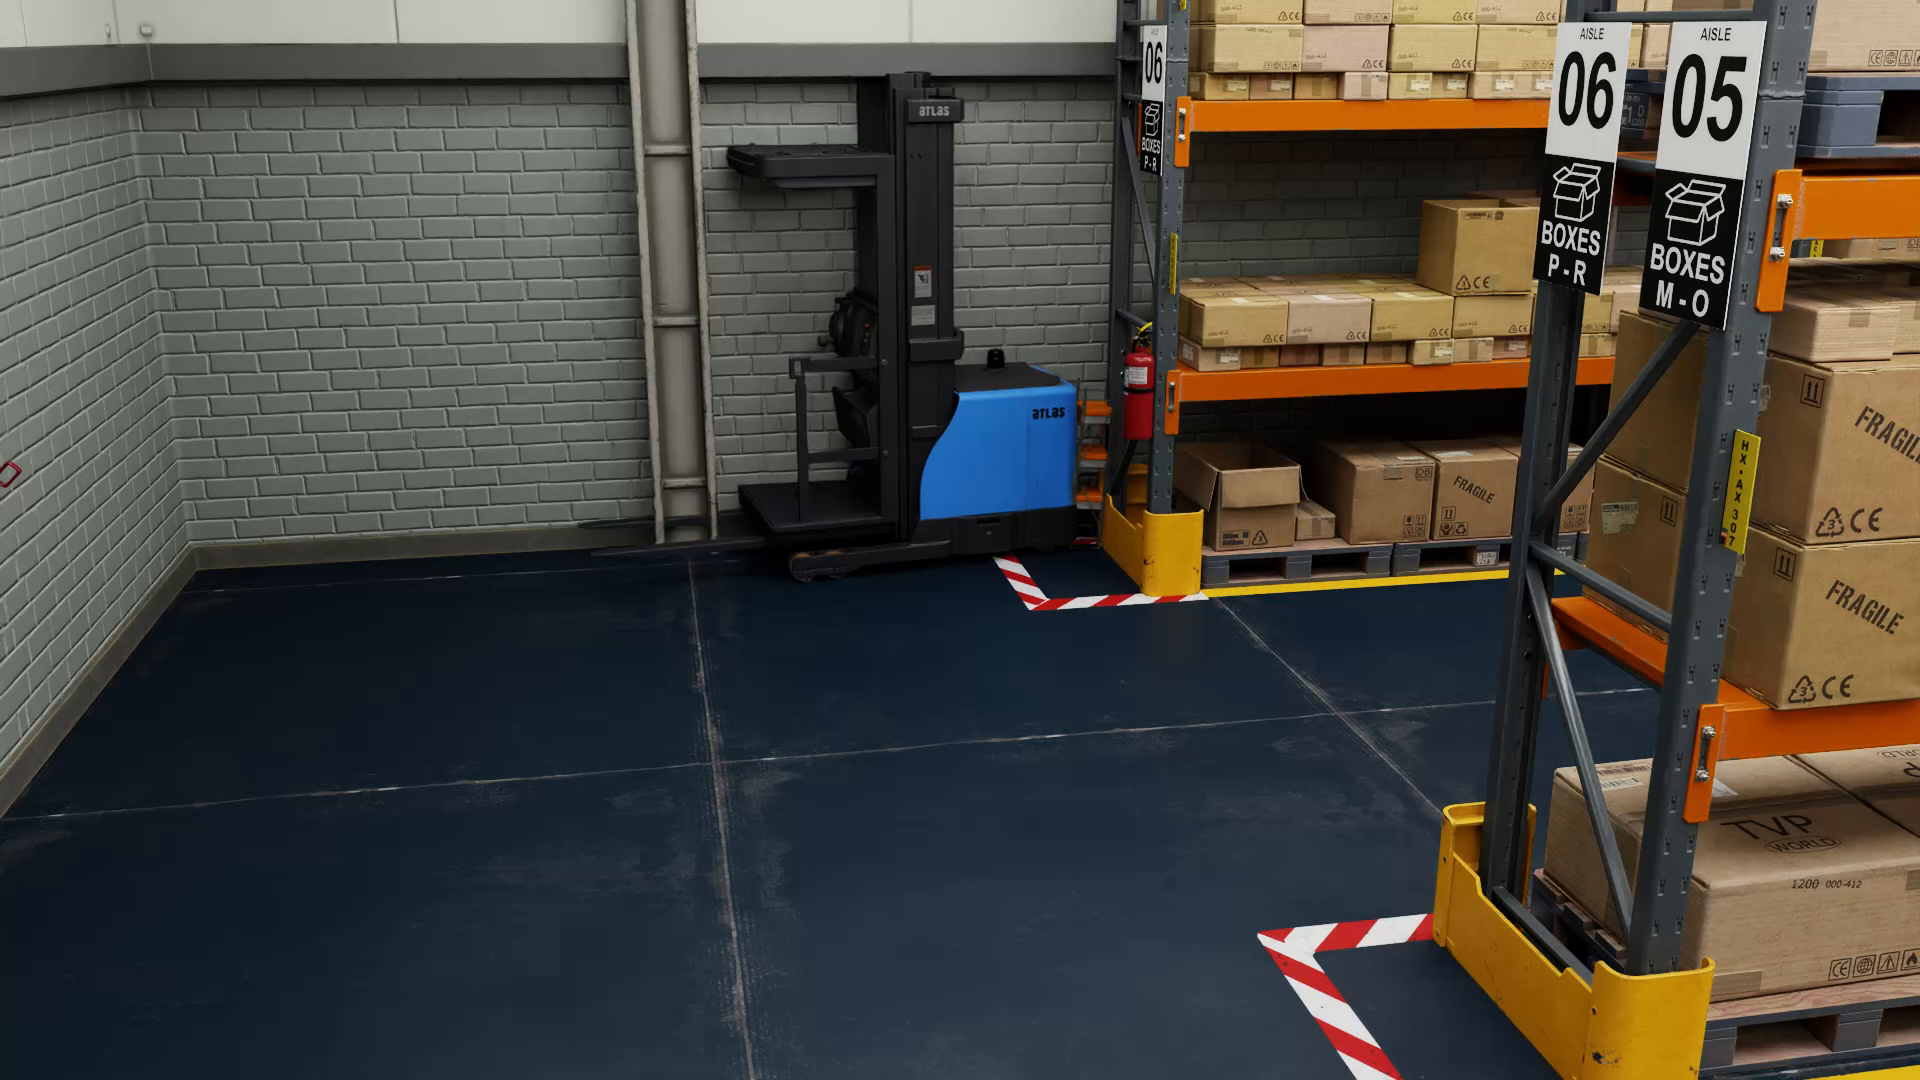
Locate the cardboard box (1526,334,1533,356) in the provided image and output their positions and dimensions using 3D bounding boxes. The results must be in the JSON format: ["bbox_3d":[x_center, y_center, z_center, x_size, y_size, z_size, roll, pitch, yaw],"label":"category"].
[{"bbox_3d":[3.452,-1.228,10.130,0.250,0.149,0.380,-3,17,-10],"label":"cardboard box"}]

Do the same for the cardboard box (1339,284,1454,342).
[{"bbox_3d":[2.563,-1.345,9.831,0.500,0.250,0.500,-4,17,-11],"label":"cardboard box"}]

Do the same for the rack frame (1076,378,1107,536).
[{"bbox_3d":[0.801,-0.521,10.642,0.200,1.050,0.008,1,20,-8],"label":"rack frame"}]

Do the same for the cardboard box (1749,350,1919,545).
[{"bbox_3d":[2.545,-0.309,4.837,0.500,0.500,0.500,-4,17,-12],"label":"cardboard box"}]

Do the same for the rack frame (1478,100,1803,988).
[{"bbox_3d":[2.020,0.161,5.179,0.127,3.000,1.000,-3,17,-10],"label":"rack frame"}]

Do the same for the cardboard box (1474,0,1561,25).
[{"bbox_3d":[3.050,-3.052,9.427,0.500,0.250,0.500,-3,17,-9],"label":"cardboard box"}]

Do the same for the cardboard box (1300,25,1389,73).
[{"bbox_3d":[2.057,-2.754,9.310,0.500,0.250,0.500,-3,17,-9],"label":"cardboard box"}]

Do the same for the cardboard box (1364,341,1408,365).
[{"bbox_3d":[2.461,-1.154,9.888,0.250,0.149,0.380,-3,17,-10],"label":"cardboard box"}]

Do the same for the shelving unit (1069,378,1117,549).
[{"bbox_3d":[0.816,-0.480,10.528,0.215,1.050,0.252,1,20,-8],"label":"shelving unit"}]

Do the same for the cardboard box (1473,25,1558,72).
[{"bbox_3d":[3.065,-2.815,9.507,0.500,0.250,0.500,-4,17,-11],"label":"cardboard box"}]

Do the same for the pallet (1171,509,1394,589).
[{"bbox_3d":[1.932,0.014,10.406,1.213,0.211,1.003,-3,17,-10],"label":"pallet"}]

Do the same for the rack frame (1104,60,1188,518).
[{"bbox_3d":[1.074,-1.270,9.837,0.127,3.000,1.000,-3,17,-10],"label":"rack frame"}]

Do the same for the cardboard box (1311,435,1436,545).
[{"bbox_3d":[2.540,-0.319,10.283,0.500,0.500,0.700,-3,17,-8],"label":"cardboard box"}]

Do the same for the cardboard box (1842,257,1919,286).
[{"bbox_3d":[3.071,-0.814,5.377,0.250,0.149,0.380,-3,17,-9],"label":"cardboard box"}]

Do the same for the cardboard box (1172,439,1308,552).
[{"bbox_3d":[1.693,-0.284,10.164,0.637,0.503,0.797,-4,18,-13],"label":"cardboard box"}]

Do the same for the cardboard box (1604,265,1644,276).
[{"bbox_3d":[4.464,-1.613,10.704,0.500,0.250,0.500,-3,17,-11],"label":"cardboard box"}]

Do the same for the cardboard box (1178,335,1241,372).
[{"bbox_3d":[1.449,-1.089,9.676,0.250,0.149,0.380,-3,17,-11],"label":"cardboard box"}]

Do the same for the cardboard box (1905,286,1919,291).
[{"bbox_3d":[2.942,-0.631,4.781,0.250,0.149,0.380,-3,17,-9],"label":"cardboard box"}]

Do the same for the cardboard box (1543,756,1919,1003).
[{"bbox_3d":[2.649,1.119,5.707,0.875,0.438,0.875,-4,17,-12],"label":"cardboard box"}]

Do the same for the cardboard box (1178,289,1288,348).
[{"bbox_3d":[1.571,-1.288,9.645,0.500,0.250,0.500,-3,17,-10],"label":"cardboard box"}]

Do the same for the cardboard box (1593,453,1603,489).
[{"bbox_3d":[4.308,-0.439,10.998,0.500,0.311,0.500,-3,17,-8],"label":"cardboard box"}]

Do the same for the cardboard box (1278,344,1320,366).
[{"bbox_3d":[1.942,-1.141,9.846,0.250,0.149,0.380,-3,17,-11],"label":"cardboard box"}]

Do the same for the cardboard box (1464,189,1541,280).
[{"bbox_3d":[3.489,-1.915,10.410,0.500,0.500,0.500,-4,17,-12],"label":"cardboard box"}]

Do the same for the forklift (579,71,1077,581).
[{"bbox_3d":[-0.832,-1.327,10.140,3.031,2.935,1.130,-6,18,-17],"label":"forklift"}]

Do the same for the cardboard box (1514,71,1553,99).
[{"bbox_3d":[3.199,-2.607,9.510,0.250,0.149,0.380,-3,17,-9],"label":"cardboard box"}]

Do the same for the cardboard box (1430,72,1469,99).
[{"bbox_3d":[2.690,-2.598,9.481,0.250,0.149,0.380,-3,17,-11],"label":"cardboard box"}]

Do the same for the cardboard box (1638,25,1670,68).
[{"bbox_3d":[4.067,-2.866,9.674,0.500,0.250,0.500,-4,17,-12],"label":"cardboard box"}]

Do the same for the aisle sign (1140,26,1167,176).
[{"bbox_3d":[1.063,-2.424,9.167,0.004,0.787,0.394,-3,17,-10],"label":"aisle sign"}]

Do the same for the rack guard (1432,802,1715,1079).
[{"bbox_3d":[1.996,1.357,5.542,0.348,0.500,1.175,-3,17,-10],"label":"rack guard"}]

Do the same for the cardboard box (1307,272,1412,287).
[{"bbox_3d":[2.469,-1.497,10.326,0.500,0.250,0.500,-3,17,-9],"label":"cardboard box"}]

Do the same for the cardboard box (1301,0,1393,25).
[{"bbox_3d":[2.061,-2.988,9.221,0.500,0.250,0.500,-3,17,-11],"label":"cardboard box"}]

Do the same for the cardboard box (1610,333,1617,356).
[{"bbox_3d":[3.972,-1.233,10.145,0.250,0.149,0.380,-3,17,-9],"label":"cardboard box"}]

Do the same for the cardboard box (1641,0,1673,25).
[{"bbox_3d":[4.055,-3.108,9.609,0.500,0.250,0.500,-4,17,-11],"label":"cardboard box"}]

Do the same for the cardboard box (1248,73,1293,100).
[{"bbox_3d":[1.684,-2.556,9.345,0.250,0.149,0.380,-3,17,-9],"label":"cardboard box"}]

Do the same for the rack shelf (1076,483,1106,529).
[{"bbox_3d":[0.796,-0.209,10.625,0.215,0.259,0.240,1,20,-8],"label":"rack shelf"}]

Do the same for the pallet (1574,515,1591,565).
[{"bbox_3d":[4.327,-0.121,10.848,1.213,0.211,1.003,-3,17,-10],"label":"pallet"}]

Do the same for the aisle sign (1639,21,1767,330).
[{"bbox_3d":[2.004,-0.994,4.512,0.004,0.787,0.394,-3,17,-10],"label":"aisle sign"}]

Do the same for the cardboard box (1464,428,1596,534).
[{"bbox_3d":[3.559,-0.377,10.471,0.500,0.500,0.700,-4,18,-13],"label":"cardboard box"}]

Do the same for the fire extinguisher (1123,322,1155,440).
[{"bbox_3d":[1.018,-0.913,9.443,0.183,0.674,0.296,-3,17,-10],"label":"fire extinguisher"}]

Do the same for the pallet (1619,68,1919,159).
[{"bbox_3d":[2.746,-1.275,4.896,1.213,0.211,1.003,-3,17,-10],"label":"pallet"}]

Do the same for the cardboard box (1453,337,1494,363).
[{"bbox_3d":[2.978,-1.167,9.930,0.250,0.149,0.380,-3,17,-9],"label":"cardboard box"}]

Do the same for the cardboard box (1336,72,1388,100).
[{"bbox_3d":[2.203,-2.550,9.324,0.250,0.149,0.380,-3,17,-9],"label":"cardboard box"}]

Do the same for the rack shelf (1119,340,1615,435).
[{"bbox_3d":[3.038,-1.037,10.305,4.000,0.370,1.077,-3,17,-10],"label":"rack shelf"}]

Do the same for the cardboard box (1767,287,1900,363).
[{"bbox_3d":[2.421,-0.615,4.727,0.250,0.149,0.380,-3,17,-9],"label":"cardboard box"}]

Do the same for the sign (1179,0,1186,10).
[{"bbox_3d":[1.178,-2.965,8.759,0.005,0.325,0.100,-3,17,-10],"label":"sign"}]

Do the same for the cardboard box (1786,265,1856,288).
[{"bbox_3d":[2.579,-0.774,5.244,0.250,0.149,0.380,-3,17,-9],"label":"cardboard box"}]

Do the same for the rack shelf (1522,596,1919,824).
[{"bbox_3d":[3.983,0.393,5.647,4.000,0.370,1.077,-3,17,-10],"label":"rack shelf"}]

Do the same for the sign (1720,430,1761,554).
[{"bbox_3d":[2.119,-0.130,4.518,0.005,0.325,0.100,-3,17,-10],"label":"sign"}]

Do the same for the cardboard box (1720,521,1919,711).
[{"bbox_3d":[2.545,0.169,4.982,0.500,0.500,0.500,-3,17,-11],"label":"cardboard box"}]

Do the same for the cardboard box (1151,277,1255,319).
[{"bbox_3d":[1.476,-1.442,10.148,0.500,0.250,0.500,-3,17,-9],"label":"cardboard box"}]

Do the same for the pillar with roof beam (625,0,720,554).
[{"bbox_3d":[-0.927,-3.006,5.273,0.400,9.000,9.100,-3,17,-10],"label":"pillar with roof beam"}]

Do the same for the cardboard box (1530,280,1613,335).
[{"bbox_3d":[3.567,-1.408,10.037,0.500,0.250,0.500,-3,17,-11],"label":"cardboard box"}]
